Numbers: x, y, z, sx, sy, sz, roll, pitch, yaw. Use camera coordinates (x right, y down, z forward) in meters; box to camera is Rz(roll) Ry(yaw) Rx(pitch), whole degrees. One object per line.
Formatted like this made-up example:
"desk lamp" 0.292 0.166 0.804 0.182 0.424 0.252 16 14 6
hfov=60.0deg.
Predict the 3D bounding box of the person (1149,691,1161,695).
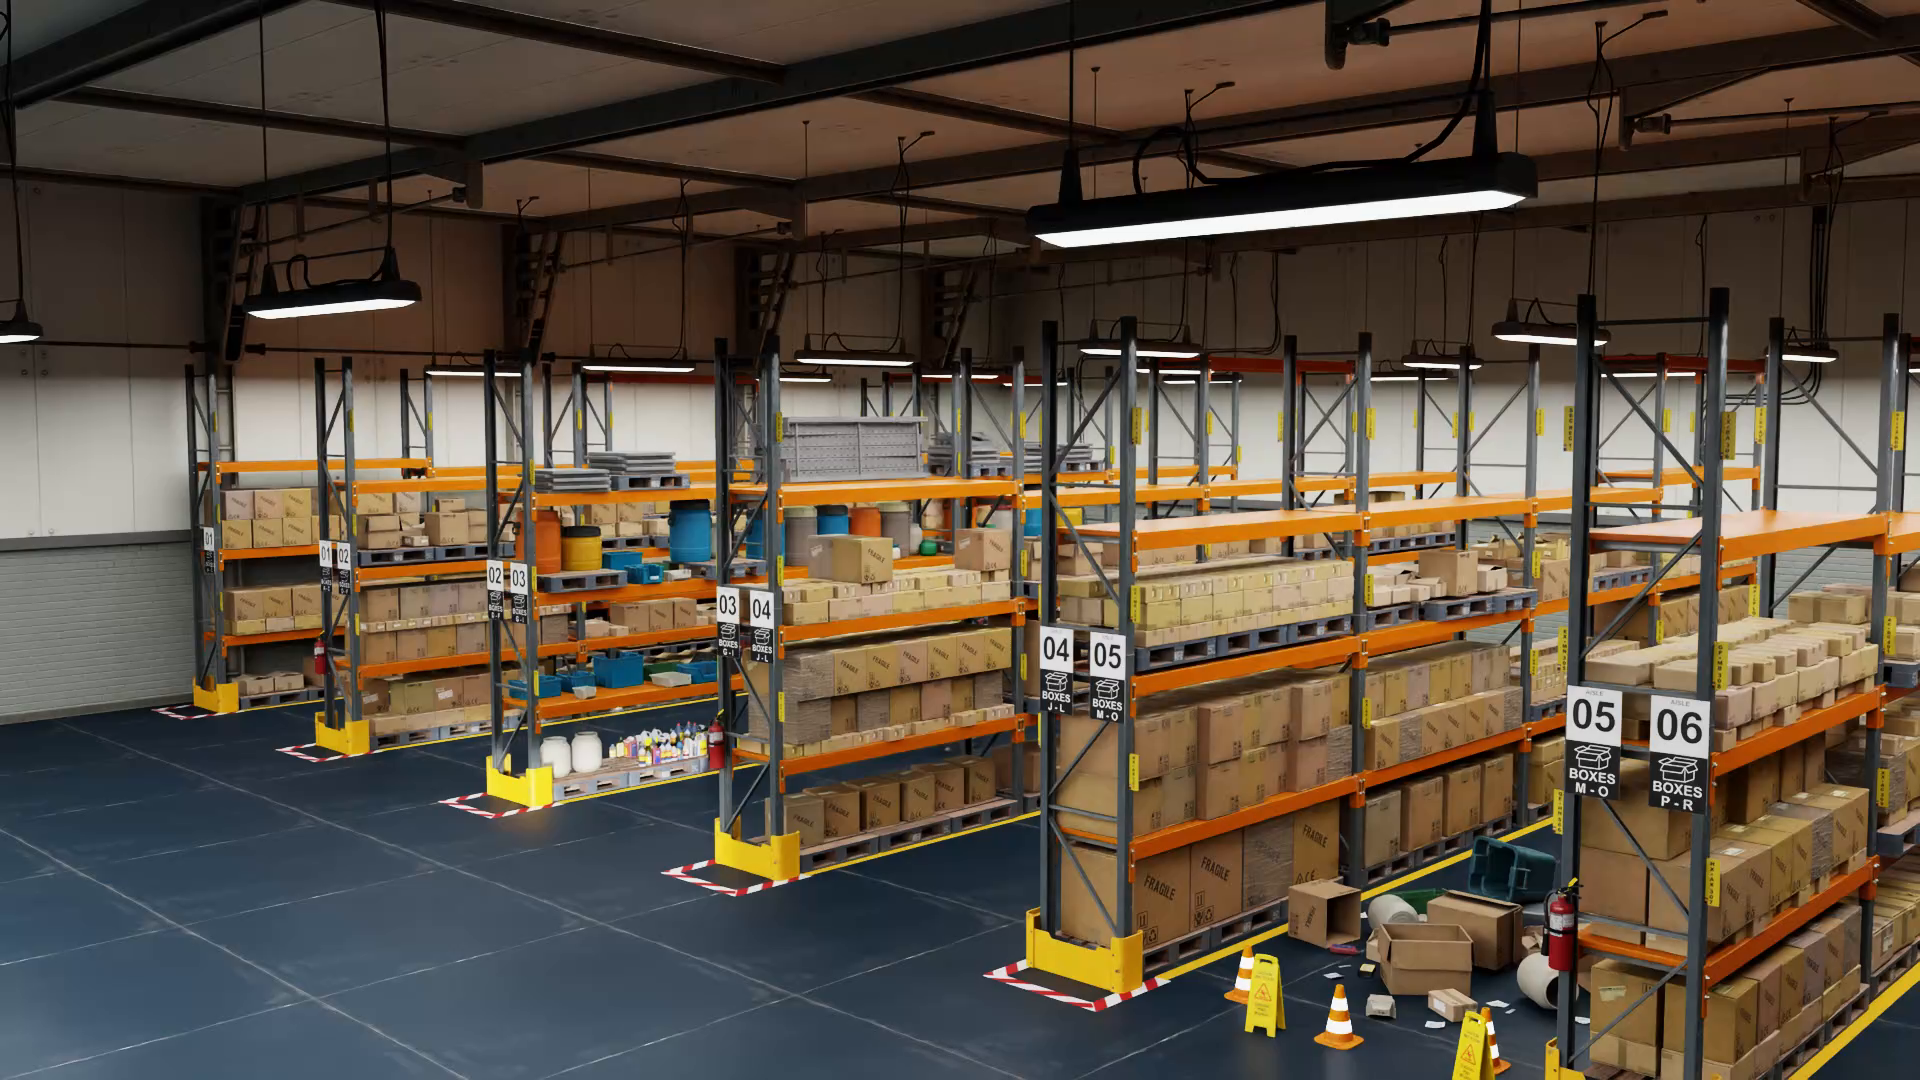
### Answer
"person" 2.558 2.700 21.797 0.942 1.551 0.434 -3 5 -37

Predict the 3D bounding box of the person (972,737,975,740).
"person" -0.040 2.287 25.450 0.727 1.576 0.510 -3 5 -34
